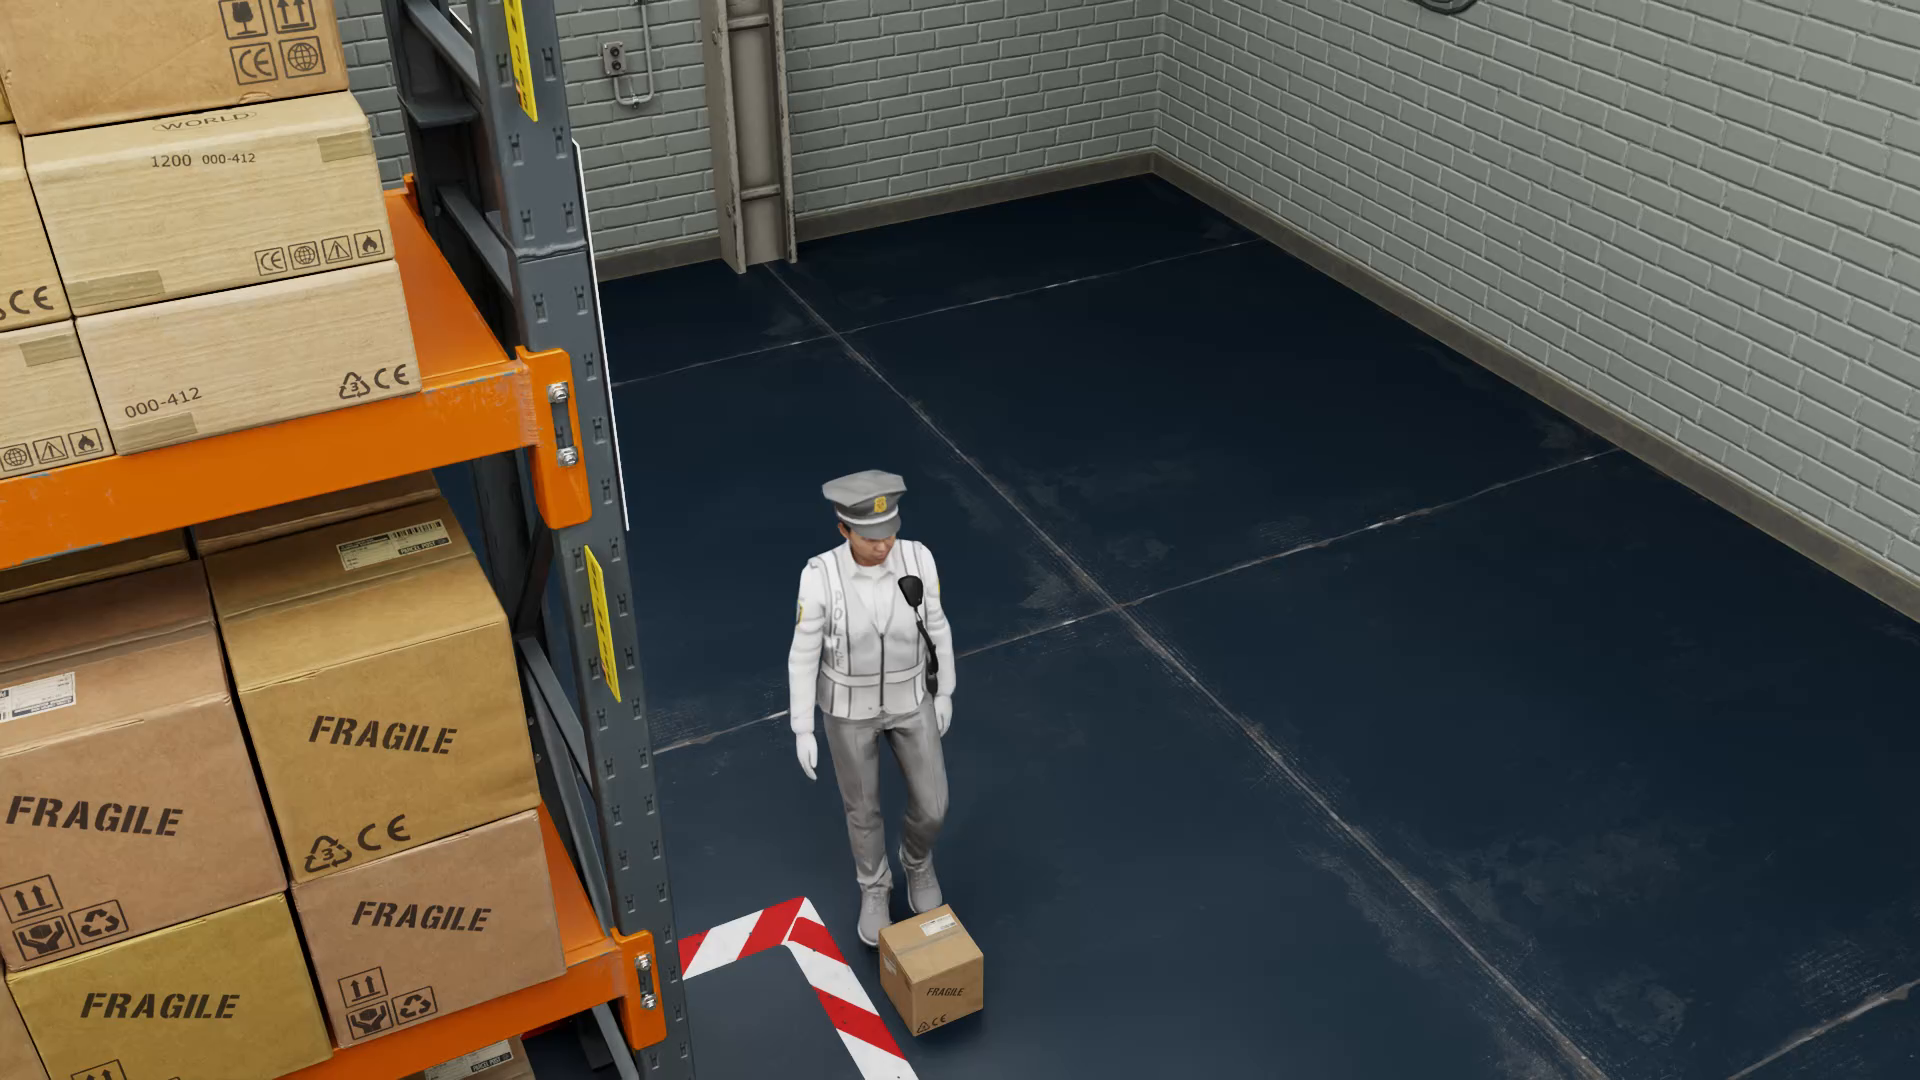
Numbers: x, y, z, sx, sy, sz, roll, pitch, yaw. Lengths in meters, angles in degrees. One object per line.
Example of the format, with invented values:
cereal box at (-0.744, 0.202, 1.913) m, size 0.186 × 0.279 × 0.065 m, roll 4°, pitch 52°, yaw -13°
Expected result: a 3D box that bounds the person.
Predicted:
person at (-0.266, 0.568, 5.281) m, size 0.549 × 1.707 × 0.410 m, roll -7°, pitch 34°, yaw -11°
